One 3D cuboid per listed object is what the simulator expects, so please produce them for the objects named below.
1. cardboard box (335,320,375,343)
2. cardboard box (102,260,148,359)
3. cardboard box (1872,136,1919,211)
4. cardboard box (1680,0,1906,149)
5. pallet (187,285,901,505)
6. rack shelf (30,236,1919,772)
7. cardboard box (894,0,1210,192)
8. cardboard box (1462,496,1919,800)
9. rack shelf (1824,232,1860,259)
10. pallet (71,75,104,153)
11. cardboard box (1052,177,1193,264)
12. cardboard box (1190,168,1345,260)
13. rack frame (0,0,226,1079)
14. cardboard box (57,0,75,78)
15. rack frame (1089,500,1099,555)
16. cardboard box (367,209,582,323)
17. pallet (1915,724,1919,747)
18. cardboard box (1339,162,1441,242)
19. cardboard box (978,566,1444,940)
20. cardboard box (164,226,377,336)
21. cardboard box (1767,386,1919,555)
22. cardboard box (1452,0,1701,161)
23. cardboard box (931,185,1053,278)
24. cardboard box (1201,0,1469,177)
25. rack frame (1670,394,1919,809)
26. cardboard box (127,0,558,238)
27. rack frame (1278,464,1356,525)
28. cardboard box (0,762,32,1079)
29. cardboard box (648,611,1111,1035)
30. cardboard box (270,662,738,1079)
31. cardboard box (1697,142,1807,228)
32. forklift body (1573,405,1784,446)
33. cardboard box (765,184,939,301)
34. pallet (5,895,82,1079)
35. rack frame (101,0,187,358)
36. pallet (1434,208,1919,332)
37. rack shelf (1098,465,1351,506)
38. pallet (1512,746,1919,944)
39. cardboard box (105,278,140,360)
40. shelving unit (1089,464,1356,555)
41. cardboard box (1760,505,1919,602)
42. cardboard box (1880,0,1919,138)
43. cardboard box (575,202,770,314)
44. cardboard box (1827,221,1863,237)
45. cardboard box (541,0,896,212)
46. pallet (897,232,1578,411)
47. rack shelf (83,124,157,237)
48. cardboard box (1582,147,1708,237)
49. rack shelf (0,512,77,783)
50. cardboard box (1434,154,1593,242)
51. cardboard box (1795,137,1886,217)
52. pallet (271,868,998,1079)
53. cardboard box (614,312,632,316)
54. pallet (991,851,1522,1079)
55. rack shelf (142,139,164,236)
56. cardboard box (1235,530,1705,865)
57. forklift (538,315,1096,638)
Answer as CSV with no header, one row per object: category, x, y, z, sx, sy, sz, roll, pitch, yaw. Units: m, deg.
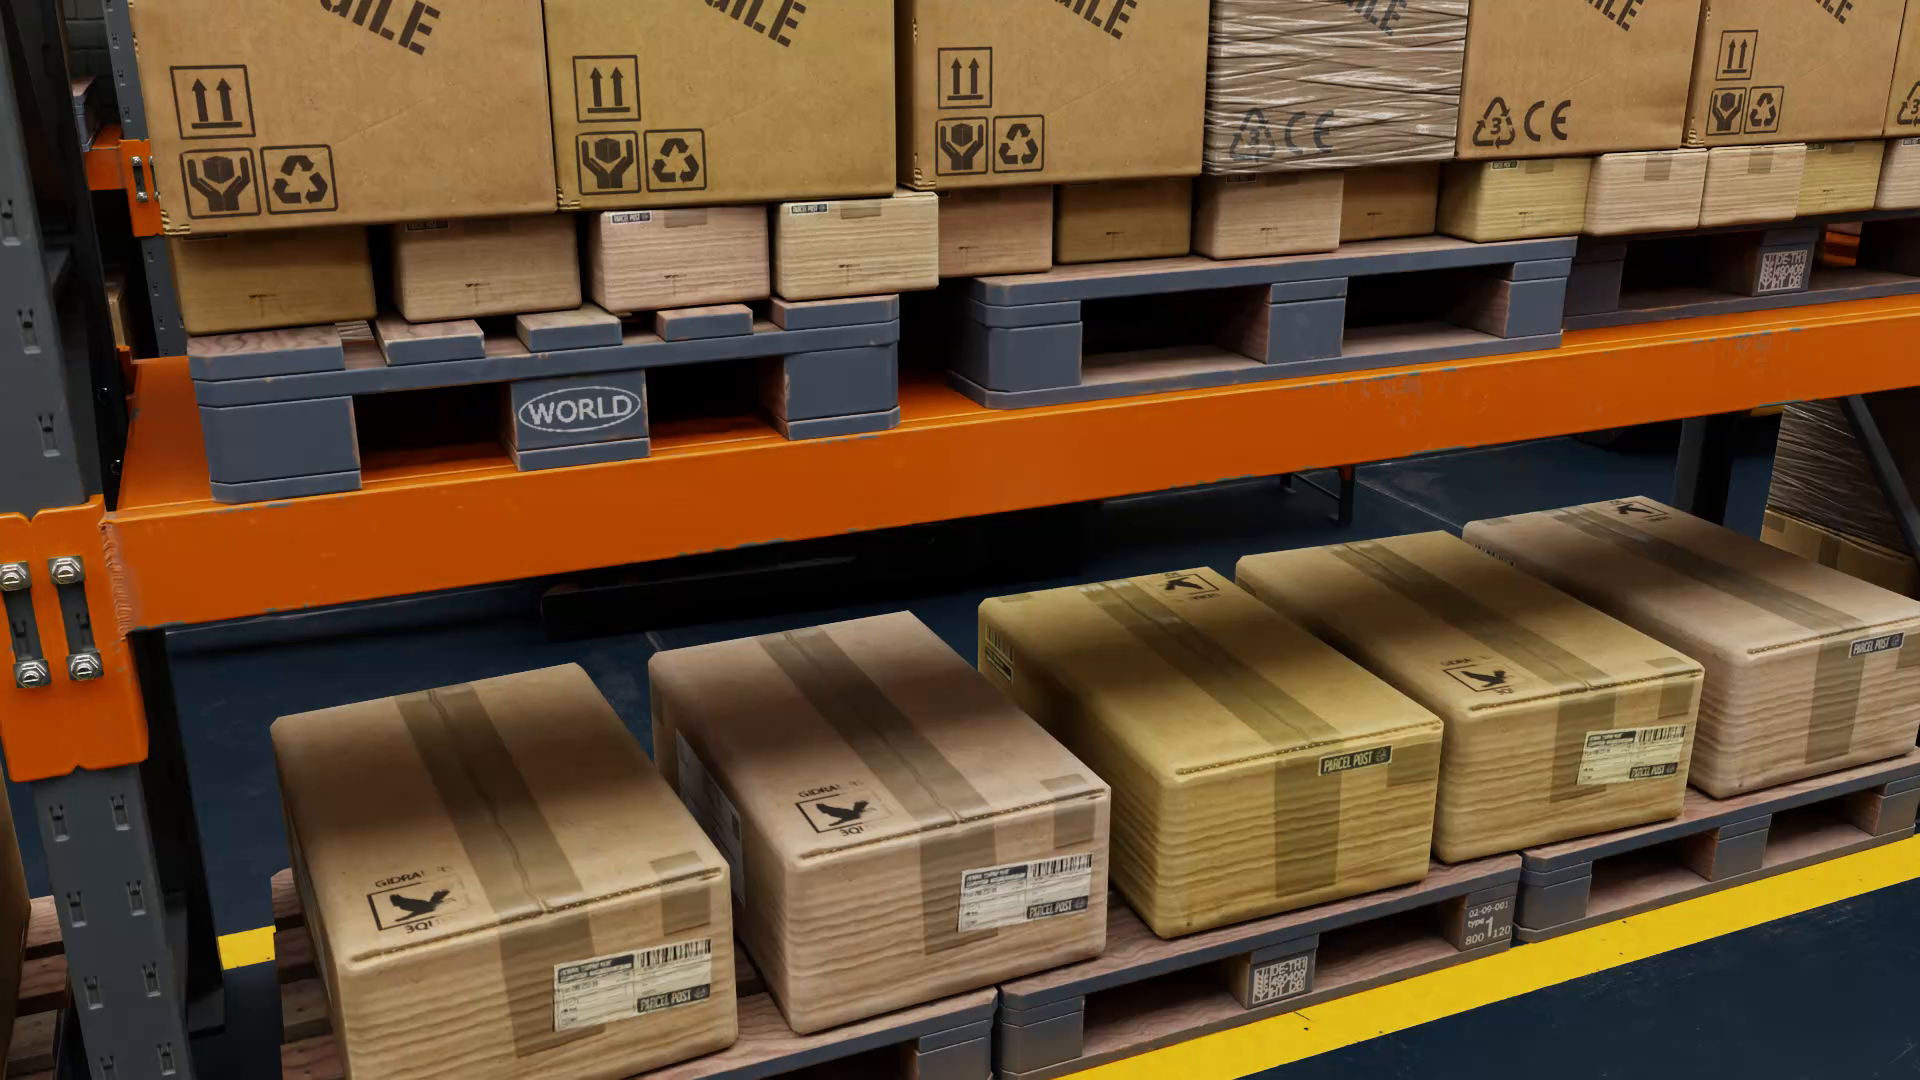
cardboard box,-2.787,-1.024,7.357,0.625,0.625,0.875,-7,21,-20
cardboard box,-3.863,-0.917,7.242,0.500,0.500,0.500,-7,21,-20
cardboard box,1.915,-0.809,3.549,0.250,0.149,0.380,-8,21,-21
cardboard box,1.490,-1.070,3.314,0.500,0.500,0.500,-8,21,-22
pallet,-0.783,-0.391,2.904,1.003,0.211,1.213,-8,21,-22
rack shelf,0.441,-0.279,3.380,4.000,0.370,1.077,-8,21,-22
cardboard box,0.070,-0.872,2.750,0.500,0.500,0.500,-8,21,-21
cardboard box,1.797,0.230,4.176,0.625,0.372,0.950,-8,21,-21
rack shelf,4.114,-0.805,4.875,4.000,0.370,1.077,-8,21,-22
pallet,-3.959,-1.667,6.529,1.003,0.211,1.213,-8,21,-22
cardboard box,0.214,-0.604,2.967,0.250,0.149,0.380,-7,21,-20
cardboard box,0.480,-0.618,3.008,0.250,0.149,0.380,-7,21,-20
rack frame,-1.395,-0.355,2.513,0.127,3.000,1.000,-8,21,-22
cardboard box,-3.899,-2.093,6.668,0.500,0.500,0.500,-7,21,-19
rack frame,0.396,-0.559,5.915,0.032,1.125,0.500,-6,20,-17
cardboard box,-0.750,-0.447,2.522,0.250,0.149,0.380,-10,22,-25
pallet,2.880,0.335,4.753,1.213,0.211,1.003,-8,21,-22
cardboard box,0.690,-0.676,3.170,0.250,0.149,0.380,-9,21,-24
cardboard box,0.501,0.418,3.644,0.625,0.372,0.950,-7,21,-20
cardboard box,-1.023,-0.421,2.446,0.250,0.149,0.380,-9,22,-25
cardboard box,2.715,-0.296,4.724,0.500,0.500,0.500,-8,21,-23
cardboard box,1.013,-1.004,3.127,0.500,0.500,0.500,-7,21,-20
cardboard box,-0.030,-0.555,2.827,0.250,0.149,0.380,-7,21,-19
cardboard box,0.533,-0.935,2.930,0.500,0.500,0.500,-9,21,-24
rack frame,2.278,-0.881,4.008,0.127,3.000,1.000,-8,21,-22
cardboard box,-0.890,-0.729,2.345,0.500,0.500,0.500,-9,21,-23
rack frame,1.361,-0.665,6.216,0.032,1.125,0.500,-6,20,-17
cardboard box,-2.062,0.515,2.610,0.875,0.875,0.875,-8,21,-22
cardboard box,-0.198,0.516,3.365,0.625,0.372,0.950,-9,21,-23
cardboard box,-0.872,0.615,3.083,0.625,0.372,0.950,-10,22,-26
cardboard box,1.443,-0.735,3.338,0.250,0.149,0.380,-9,21,-23
forklift body,2.962,-1.714,7.652,1.214,2.155,2.313,-8,21,-22
cardboard box,-0.220,-0.499,2.670,0.250,0.149,0.380,-8,21,-22
pallet,-2.149,1.041,2.747,1.213,0.211,1.003,-8,21,-22
rack frame,-3.365,-1.868,6.811,0.127,3.000,1.000,-8,21,-22
pallet,1.518,-0.734,3.880,1.213,0.211,1.003,-8,21,-22
rack shelf,0.879,-0.381,6.147,1.000,0.278,0.538,-6,20,-17
pallet,1.563,0.537,4.179,1.213,0.211,1.003,-8,21,-22
cardboard box,-3.668,-0.766,6.812,0.500,0.500,0.500,-8,21,-20
shelving unit,0.879,-0.612,6.066,1.048,1.125,0.538,-6,20,-17
cardboard box,2.714,0.058,4.849,0.500,0.250,0.500,-7,21,-19
cardboard box,1.944,-1.136,3.501,0.500,0.500,0.500,-9,21,-23
cardboard box,-0.481,-0.469,2.585,0.250,0.149,0.380,-10,22,-25
cardboard box,2.452,-0.898,4.434,0.250,0.149,0.380,-8,21,-22
cardboard box,-0.415,-0.800,2.546,0.500,0.500,0.500,-7,21,-19
pallet,0.406,-0.537,3.320,1.213,0.211,1.003,-8,21,-22
rack shelf,-5.201,-1.266,6.183,4.000,0.370,1.077,-8,21,-22
cardboard box,1.210,-0.700,3.240,0.250,0.149,0.380,-8,21,-21
rack shelf,-3.232,0.248,1.886,4.000,0.370,1.077,-8,21,-22
cardboard box,0.972,-0.679,3.180,0.250,0.149,0.380,-8,21,-22
cardboard box,1.665,-0.779,3.465,0.250,0.149,0.380,-9,21,-24
pallet,-0.677,0.858,3.267,1.213,0.211,1.003,-8,21,-22
cardboard box,-1.572,-1.201,7.860,0.625,0.625,0.875,-9,21,-24
pallet,0.442,0.699,3.719,1.213,0.211,1.003,-8,21,-22
rack shelf,-1.528,-1.792,7.678,4.000,0.370,1.077,-8,21,-22
cardboard box,1.138,0.326,3.905,0.625,0.372,0.950,-7,21,-19
forklift,-1.111,-1.276,5.234,3.031,2.935,1.130,-6,20,-17
